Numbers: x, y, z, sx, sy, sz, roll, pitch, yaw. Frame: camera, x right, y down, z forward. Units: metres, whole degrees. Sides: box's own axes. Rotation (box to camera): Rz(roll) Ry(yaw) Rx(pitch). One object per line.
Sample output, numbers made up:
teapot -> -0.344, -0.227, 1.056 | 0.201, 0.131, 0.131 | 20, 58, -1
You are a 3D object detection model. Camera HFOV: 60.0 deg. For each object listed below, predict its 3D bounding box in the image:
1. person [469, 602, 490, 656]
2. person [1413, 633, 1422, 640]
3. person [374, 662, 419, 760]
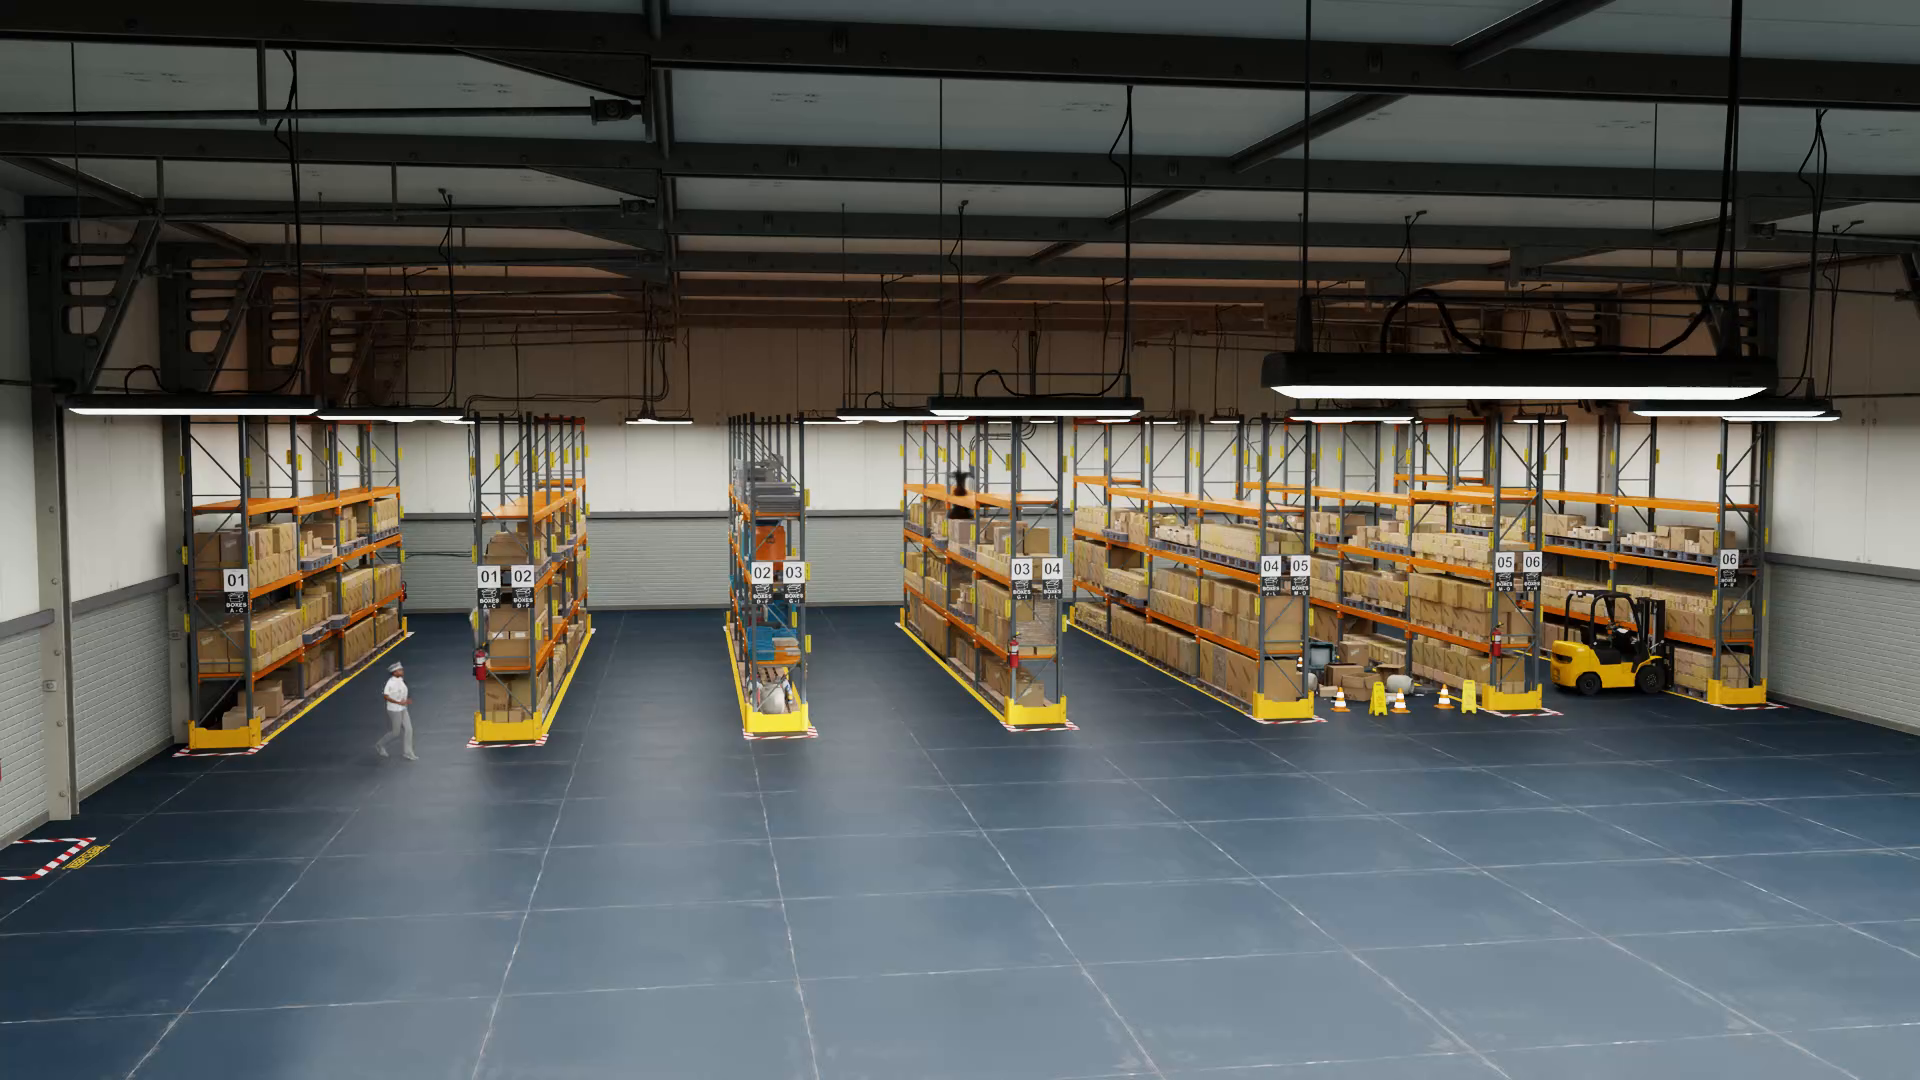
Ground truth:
person -> -11.564, 2.209, 40.150 | 0.559, 1.604, 0.800 | 0, 4, -6
person -> 12.350, 1.897, 44.040 | 0.573, 1.643, 0.904 | -2, 4, -24
person -> -9.713, 2.949, 28.608 | 0.791, 1.731, 0.626 | 0, 4, 4
